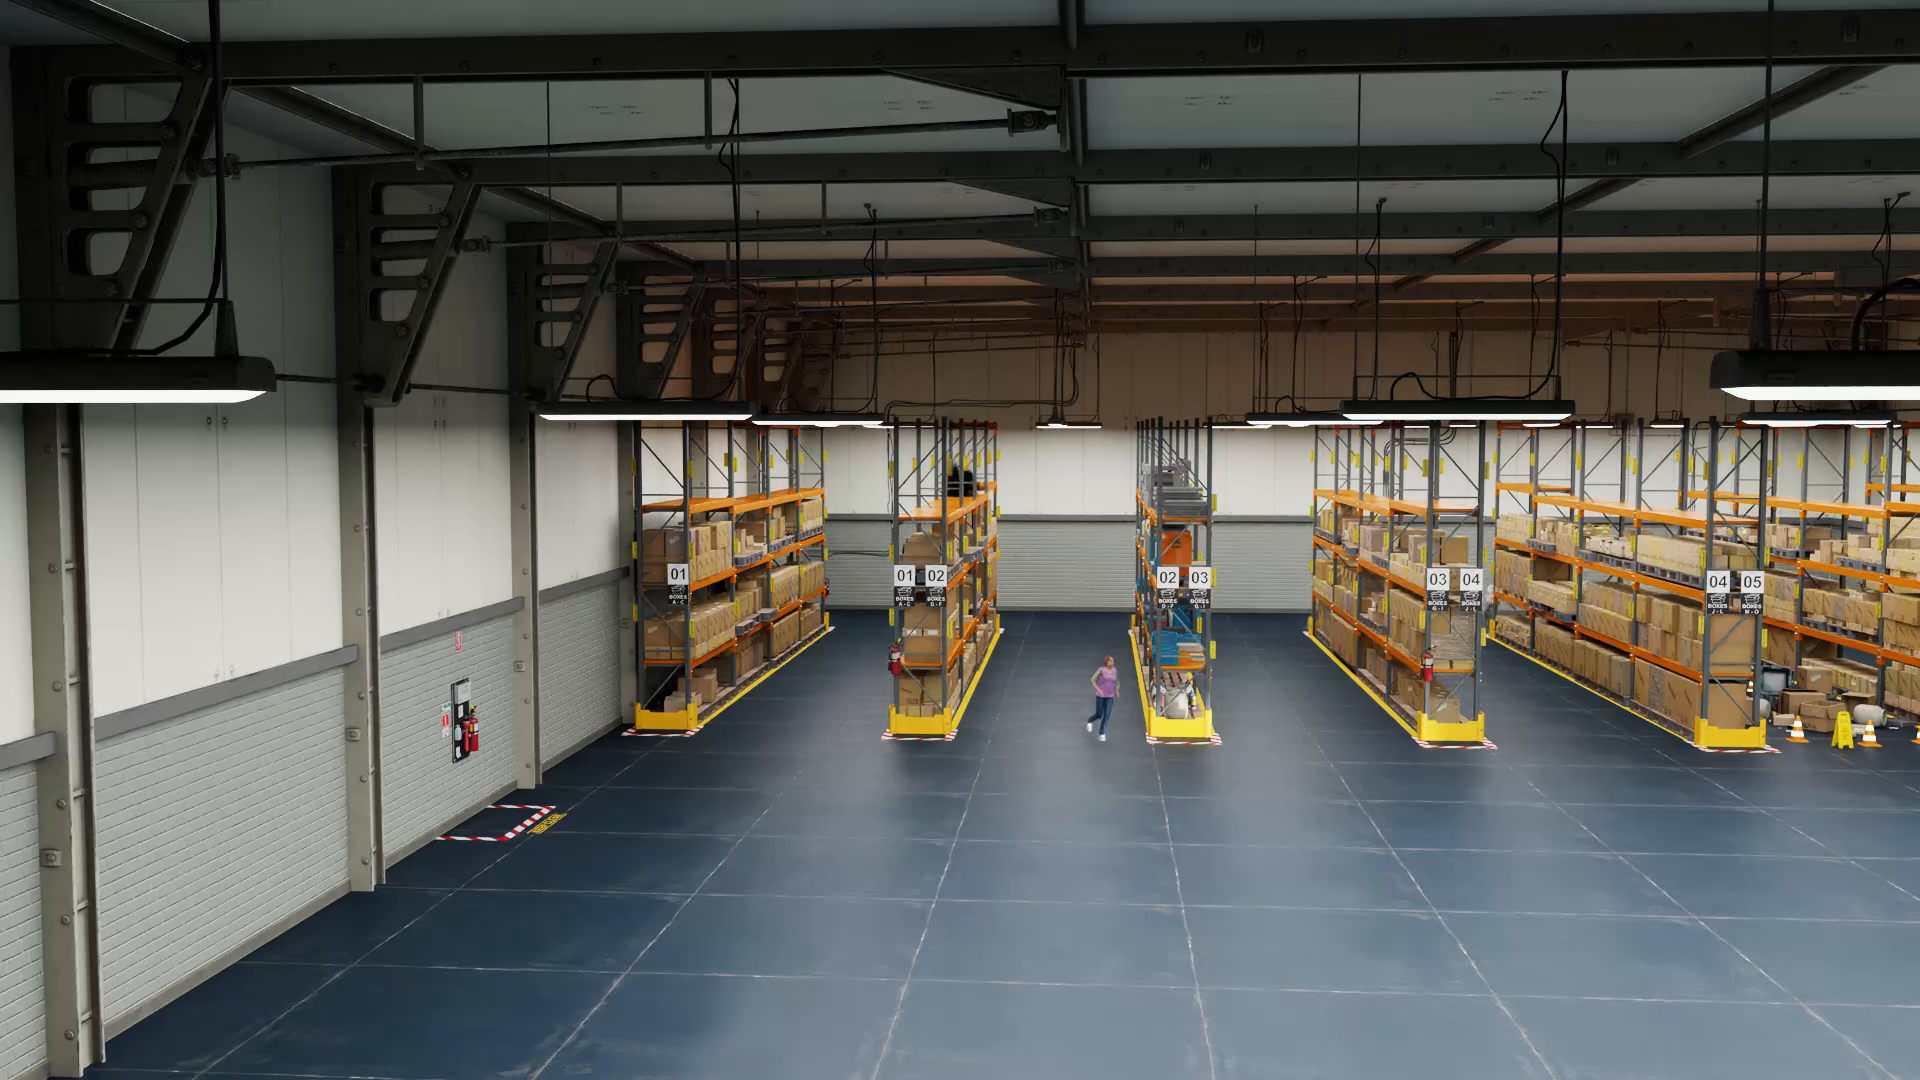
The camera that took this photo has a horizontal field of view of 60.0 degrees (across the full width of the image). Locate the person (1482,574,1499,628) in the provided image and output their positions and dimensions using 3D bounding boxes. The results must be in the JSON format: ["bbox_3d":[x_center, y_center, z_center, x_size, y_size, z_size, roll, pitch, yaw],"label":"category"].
[{"bbox_3d":[15.174,1.825,47.252,0.804,1.741,0.620,-2,4,-27],"label":"person"}]

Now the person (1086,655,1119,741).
[{"bbox_3d":[2.725,2.922,31.000,0.600,1.547,0.781,-1,4,-16],"label":"person"}]
